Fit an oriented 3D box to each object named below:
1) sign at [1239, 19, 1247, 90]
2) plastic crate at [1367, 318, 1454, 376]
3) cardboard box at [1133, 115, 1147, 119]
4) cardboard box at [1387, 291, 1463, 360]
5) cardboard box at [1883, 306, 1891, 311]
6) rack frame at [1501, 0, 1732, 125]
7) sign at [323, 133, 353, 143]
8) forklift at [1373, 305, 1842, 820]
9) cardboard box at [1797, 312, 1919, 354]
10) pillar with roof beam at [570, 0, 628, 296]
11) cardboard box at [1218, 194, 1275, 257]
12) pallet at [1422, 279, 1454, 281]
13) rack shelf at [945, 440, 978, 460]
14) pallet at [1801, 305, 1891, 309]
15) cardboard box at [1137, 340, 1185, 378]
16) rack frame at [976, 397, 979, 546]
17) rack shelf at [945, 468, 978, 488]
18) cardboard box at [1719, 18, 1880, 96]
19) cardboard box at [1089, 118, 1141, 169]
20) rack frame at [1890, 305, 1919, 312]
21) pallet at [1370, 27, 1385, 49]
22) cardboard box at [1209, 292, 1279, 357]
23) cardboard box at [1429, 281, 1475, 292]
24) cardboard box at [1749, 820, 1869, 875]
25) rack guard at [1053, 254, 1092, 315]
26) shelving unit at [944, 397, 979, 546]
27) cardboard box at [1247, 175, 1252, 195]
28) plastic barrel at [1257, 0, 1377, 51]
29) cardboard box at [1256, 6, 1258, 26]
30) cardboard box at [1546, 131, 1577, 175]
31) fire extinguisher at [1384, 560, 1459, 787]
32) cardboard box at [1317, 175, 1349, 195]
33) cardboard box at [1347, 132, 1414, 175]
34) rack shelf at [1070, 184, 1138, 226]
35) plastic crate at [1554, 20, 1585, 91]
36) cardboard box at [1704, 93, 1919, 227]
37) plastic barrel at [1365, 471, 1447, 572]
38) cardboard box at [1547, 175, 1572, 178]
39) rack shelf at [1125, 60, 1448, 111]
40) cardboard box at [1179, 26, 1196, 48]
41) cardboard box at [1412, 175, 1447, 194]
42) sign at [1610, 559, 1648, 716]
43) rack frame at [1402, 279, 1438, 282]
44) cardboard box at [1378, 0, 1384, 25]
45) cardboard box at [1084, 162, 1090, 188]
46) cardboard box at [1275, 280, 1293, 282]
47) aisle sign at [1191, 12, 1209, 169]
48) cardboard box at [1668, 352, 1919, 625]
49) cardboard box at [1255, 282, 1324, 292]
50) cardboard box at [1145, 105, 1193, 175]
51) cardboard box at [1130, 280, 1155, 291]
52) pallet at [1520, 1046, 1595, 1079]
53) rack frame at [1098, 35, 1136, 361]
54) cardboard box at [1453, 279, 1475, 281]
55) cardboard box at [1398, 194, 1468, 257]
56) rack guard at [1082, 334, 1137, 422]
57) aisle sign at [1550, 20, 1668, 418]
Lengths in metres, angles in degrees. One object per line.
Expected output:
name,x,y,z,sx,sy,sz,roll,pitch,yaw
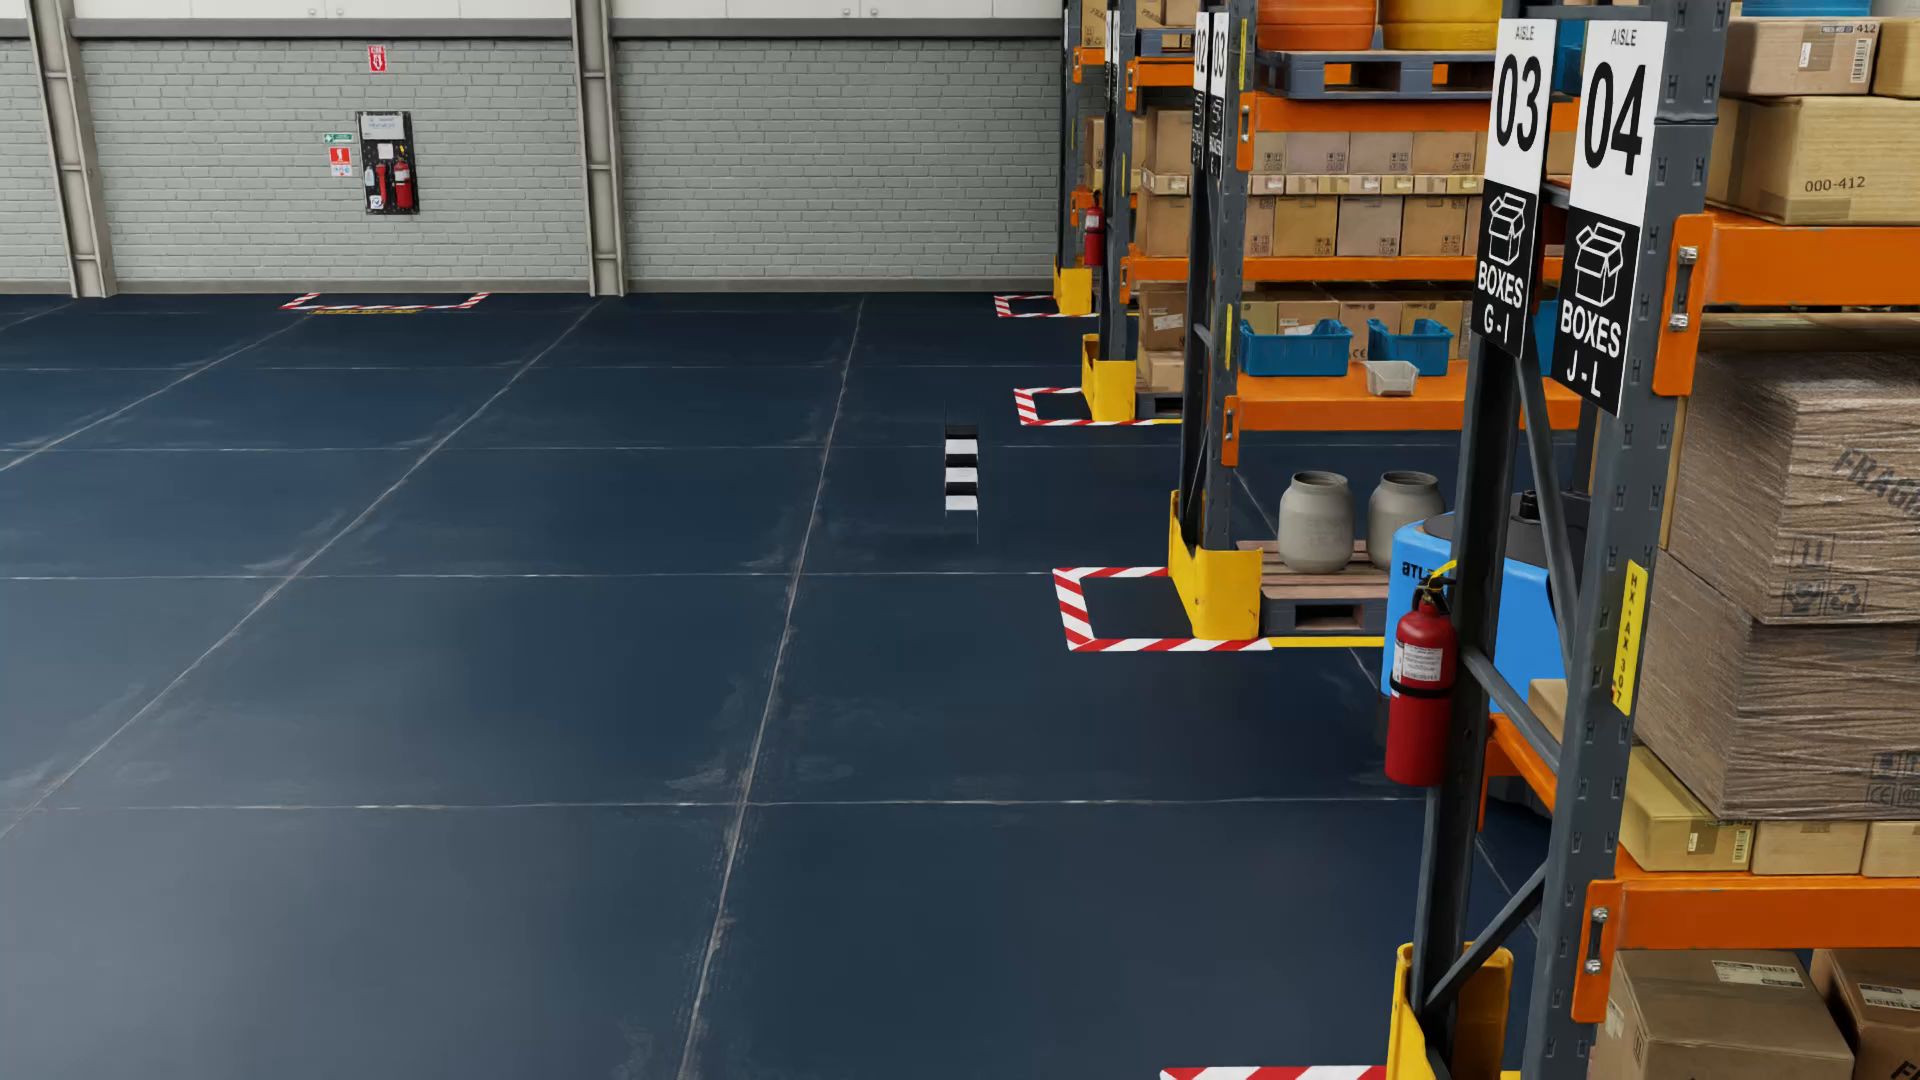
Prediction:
sign,1.351,-2.322,7.948,0.005,0.325,0.100,0,18,-1
plastic crate,2.492,-1.081,9.251,0.408,0.251,0.499,0,18,-1
cardboard box,2.162,-4.445,18.477,0.500,0.500,0.500,0,18,0
cardboard box,3.812,-1.765,13.727,0.500,0.500,0.500,0,18,-1
cardboard box,8.218,-1.848,14.294,0.500,0.311,0.500,-1,18,-2
rack frame,1.425,-2.401,3.300,0.127,3.000,1.000,0,18,-1
sign,-7.144,-4.617,19.102,0.331,0.109,0.001,0,18,-1
forklift,3.169,-0.165,6.262,1.130,2.935,3.031,-14,22,-36
cardboard box,2.471,-0.292,4.259,0.500,0.500,0.500,0,18,-1
pillar with roof beam,-4.055,-5.863,14.093,0.400,9.000,9.100,0,18,-1
cardboard box,2.264,-2.620,13.640,0.500,0.500,0.700,0,18,1
pallet,5.968,-2.778,18.863,1.213,0.211,1.003,0,18,-1
rack shelf,0.008,-0.568,10.365,0.200,0.077,0.258,0,18,-1
pallet,9.979,-2.774,18.851,1.213,0.211,1.003,0,18,-1
cardboard box,1.804,-1.553,14.293,0.500,0.250,0.500,0,18,-1
rack frame,0.110,-0.429,10.412,0.006,0.900,0.240,0,18,-1
rack shelf,0.008,-0.397,10.420,0.200,0.077,0.258,0,18,-1
cardboard box,1.704,-1.022,3.504,0.250,0.149,0.380,0,18,-1
cardboard box,1.672,-4.288,17.991,0.500,0.500,0.500,0,18,-1
rack frame,5.346,-1.076,8.992,0.127,3.000,1.000,0,18,-1
pallet,3.203,-3.958,13.210,1.213,0.211,1.003,0,18,-1
cardboard box,2.312,-1.755,13.695,0.500,0.500,0.500,0,18,-1
cardboard box,4.303,-1.925,14.225,0.500,0.500,0.500,0,18,-1
cardboard box,1.964,0.651,4.017,0.250,0.149,0.380,0,18,-1
rack guard,1.266,-2.893,18.747,0.348,0.500,1.175,0,18,-1
shelving unit,0.008,-0.429,10.410,0.210,0.900,0.258,0,18,-1
cardboard box,2.181,-2.865,13.343,0.250,0.149,0.380,0,18,-1
plastic barrel,1.831,-2.931,8.472,0.708,0.830,0.600,0,18,-1
cardboard box,2.451,-4.097,12.992,0.250,0.149,0.380,0,18,-1
cardboard box,4.828,-3.250,13.482,0.500,0.500,0.700,0,18,-1
fire extinguisher,1.303,0.352,4.665,0.183,0.674,0.296,0,18,-1
cardboard box,2.956,-2.869,13.356,0.250,0.149,0.380,-1,18,-2
cardboard box,3.323,-3.243,13.459,0.500,0.500,0.700,0,18,-1
rack shelf,3.190,-3.750,18.504,4.000,0.370,1.077,0,18,-1
plastic crate,3.249,-2.579,8.791,0.575,0.384,0.392,0,18,-1
cardboard box,1.911,-0.825,3.542,0.500,0.250,0.500,0,18,1
plastic barrel,2.505,-0.101,9.338,0.421,0.512,0.421,0,18,0
cardboard box,4.756,-2.878,13.384,0.250,0.149,0.380,-1,18,-2
rack shelf,3.272,-3.665,13.330,4.000,0.370,1.077,0,18,-1
cardboard box,2.585,-5.489,17.640,0.500,0.500,0.500,1,18,2
cardboard box,3.734,-2.873,13.368,0.250,0.149,0.380,0,18,1
sign,1.434,0.209,3.567,0.005,0.325,0.100,0,18,-1
rack frame,5.190,-4.102,18.424,0.127,3.000,1.000,0,18,-1
cardboard box,3.623,-4.364,13.244,0.637,0.503,0.797,2,18,5
cardboard box,1.655,-4.082,18.576,0.500,0.250,0.500,0,18,0
cardboard box,3.590,-2.952,18.788,0.250,0.149,0.380,-2,18,-5
aisle sign,1.270,-2.385,8.816,0.004,0.787,0.394,0,18,-1
cardboard box,1.979,-0.129,3.752,0.500,0.500,0.500,0,18,-1
cardboard box,2.803,-1.920,14.210,0.500,0.500,0.500,0,18,-1
cardboard box,1.792,-3.234,13.430,0.500,0.500,0.700,0,18,-1
cardboard box,1.884,-2.988,18.632,0.500,0.311,0.500,-2,18,-7
pallet,2.314,1.790,4.622,1.213,0.211,1.003,0,18,-1
rack frame,1.272,-2.570,13.648,0.127,3.000,1.000,0,18,-1
cardboard box,5.926,-3.130,18.766,0.500,0.500,0.700,0,18,1
cardboard box,3.799,-2.627,13.662,0.500,0.500,0.700,0,18,0
rack guard,1.248,-1.379,14.029,0.348,0.500,1.175,0,18,-1
aisle sign,1.368,-0.690,3.533,0.004,0.787,0.394,0,18,-1
